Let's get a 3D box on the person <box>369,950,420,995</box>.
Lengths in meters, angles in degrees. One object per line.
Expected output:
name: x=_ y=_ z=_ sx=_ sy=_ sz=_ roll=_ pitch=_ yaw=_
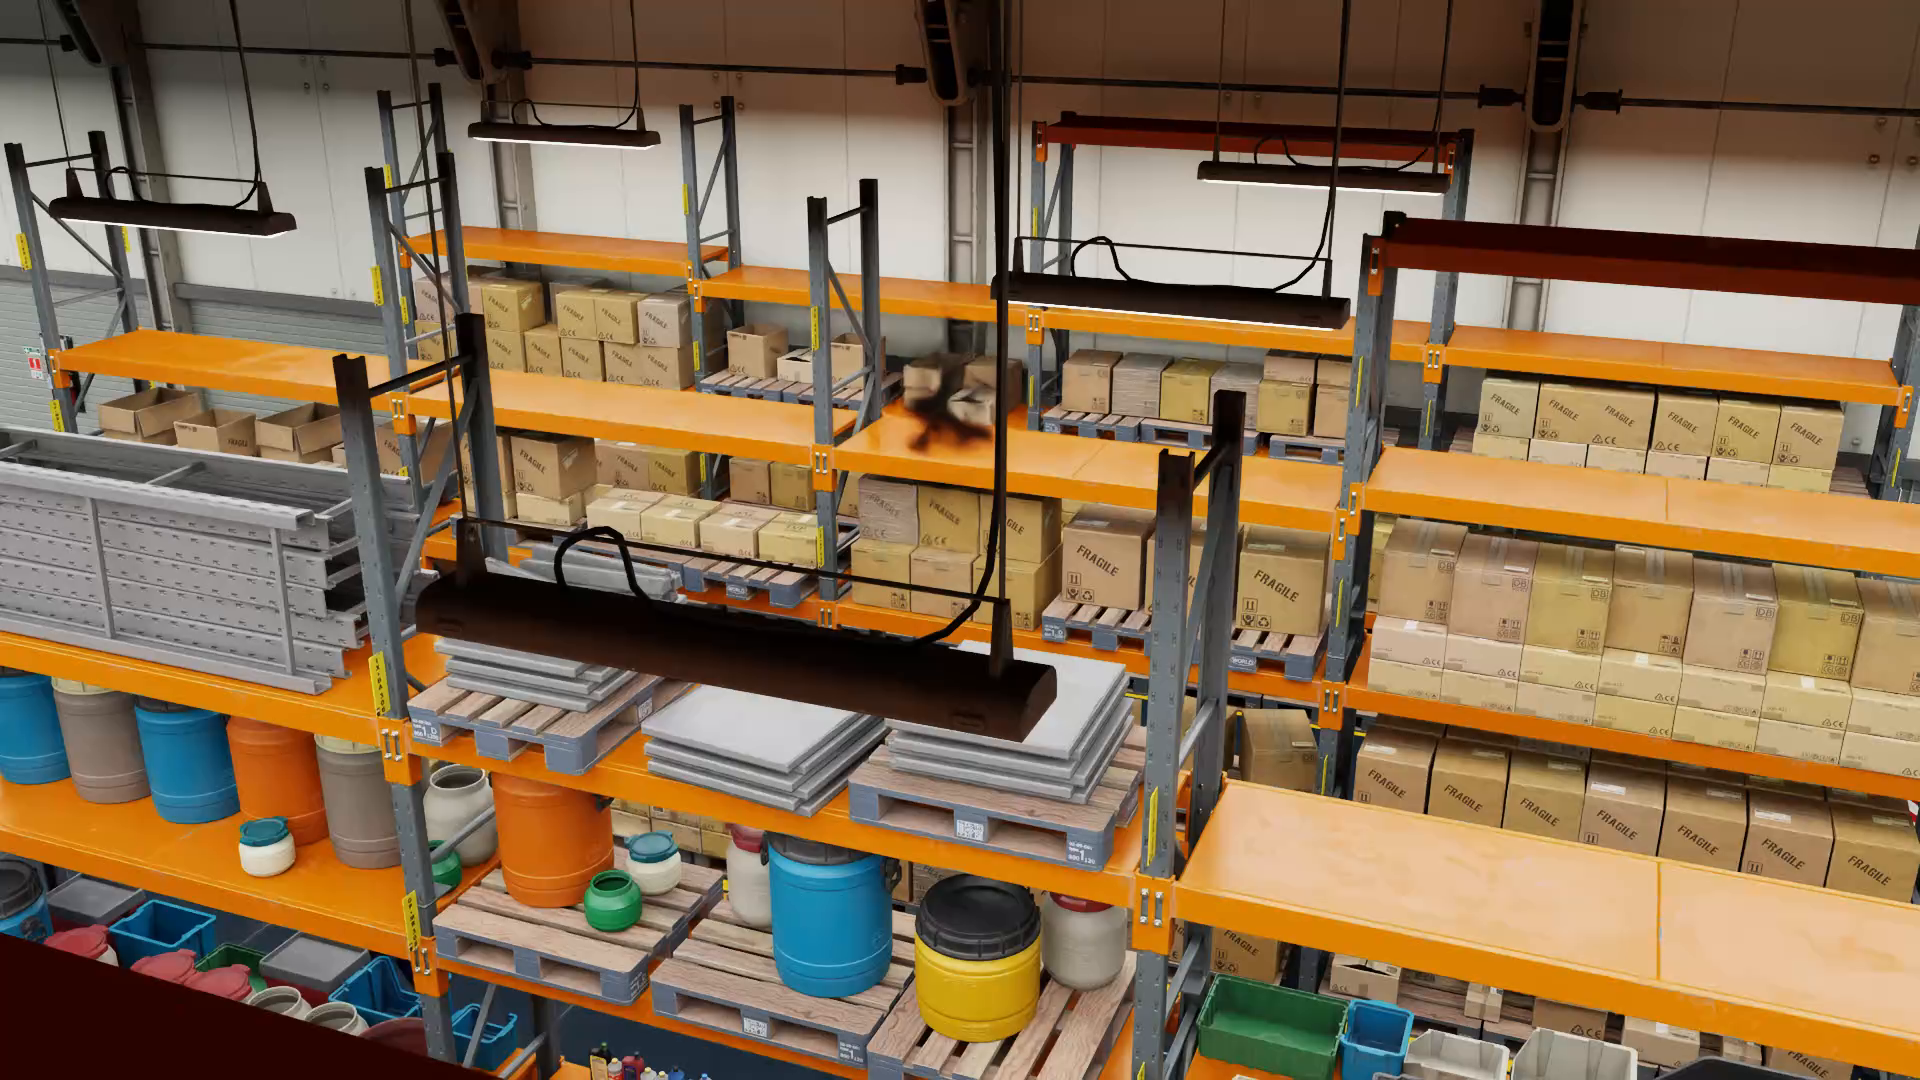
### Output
person: x=-4.250 y=2.925 z=12.418 sx=0.761 sy=1.710 sz=0.591 roll=9 pitch=22 yaw=21
